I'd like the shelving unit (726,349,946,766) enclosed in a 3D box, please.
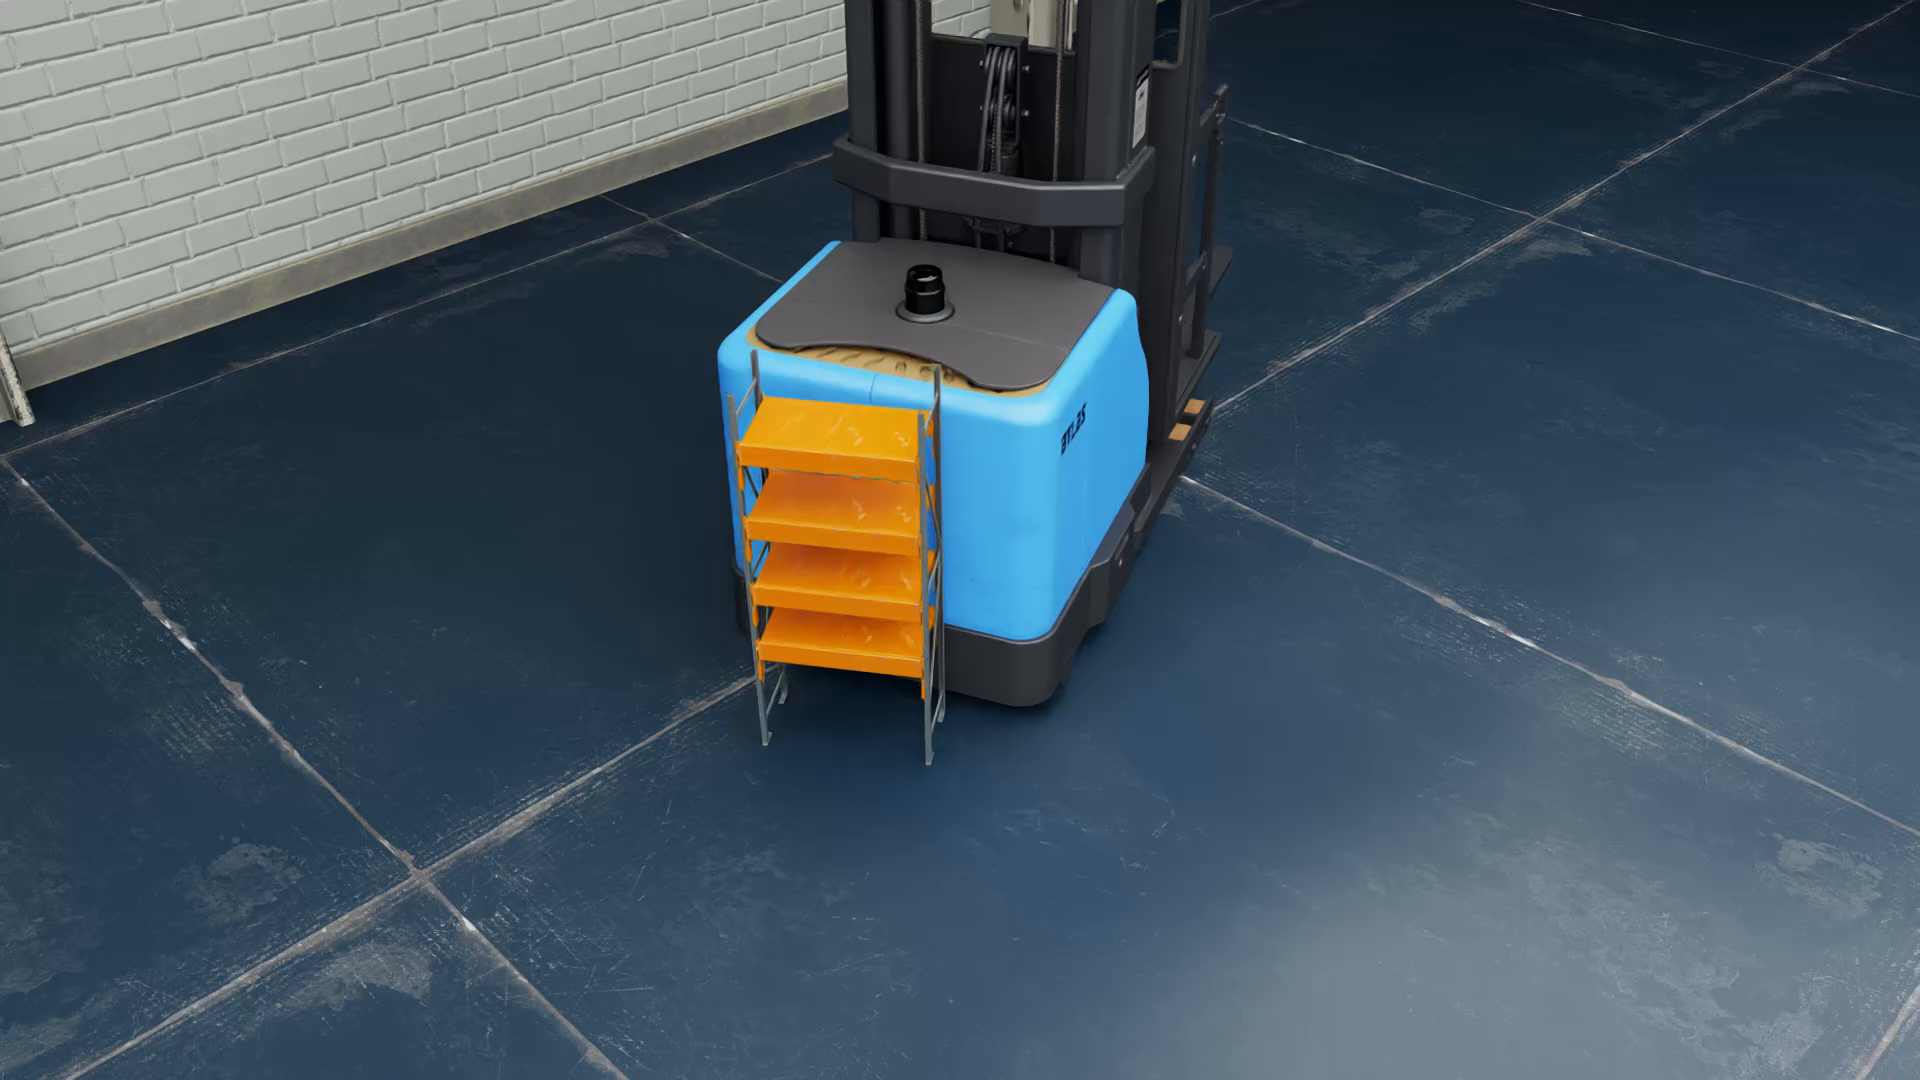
[{"bbox_3d":[-0.315,0.077,4.585,0.503,1.200,0.258,6,37,8],"label":"shelving unit"}]

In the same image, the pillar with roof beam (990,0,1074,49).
[{"bbox_3d":[3.477,-4.829,4.808,9.100,9.000,0.400,30,45,35],"label":"pillar with roof beam"}]

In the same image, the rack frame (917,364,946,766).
[{"bbox_3d":[-0.075,0.101,4.550,0.015,1.200,0.240,6,37,8],"label":"rack frame"}]

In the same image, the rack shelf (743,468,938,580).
[{"bbox_3d":[-0.316,-0.049,4.492,0.480,0.148,0.258,6,37,8],"label":"rack shelf"}]

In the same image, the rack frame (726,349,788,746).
[{"bbox_3d":[-0.555,0.052,4.620,0.015,1.200,0.240,6,37,8],"label":"rack frame"}]

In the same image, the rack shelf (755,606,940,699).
[{"bbox_3d":[-0.314,0.290,4.743,0.480,0.148,0.258,6,37,8],"label":"rack shelf"}]

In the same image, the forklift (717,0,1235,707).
[{"bbox_3d":[0.310,-1.546,5.405,1.130,2.935,3.031,13,37,18],"label":"forklift"}]

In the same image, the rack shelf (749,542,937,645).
[{"bbox_3d":[-0.315,0.131,4.625,0.480,0.148,0.258,6,37,8],"label":"rack shelf"}]

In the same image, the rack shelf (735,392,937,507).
[{"bbox_3d":[-0.317,-0.240,4.351,0.480,0.148,0.258,6,37,8],"label":"rack shelf"}]
